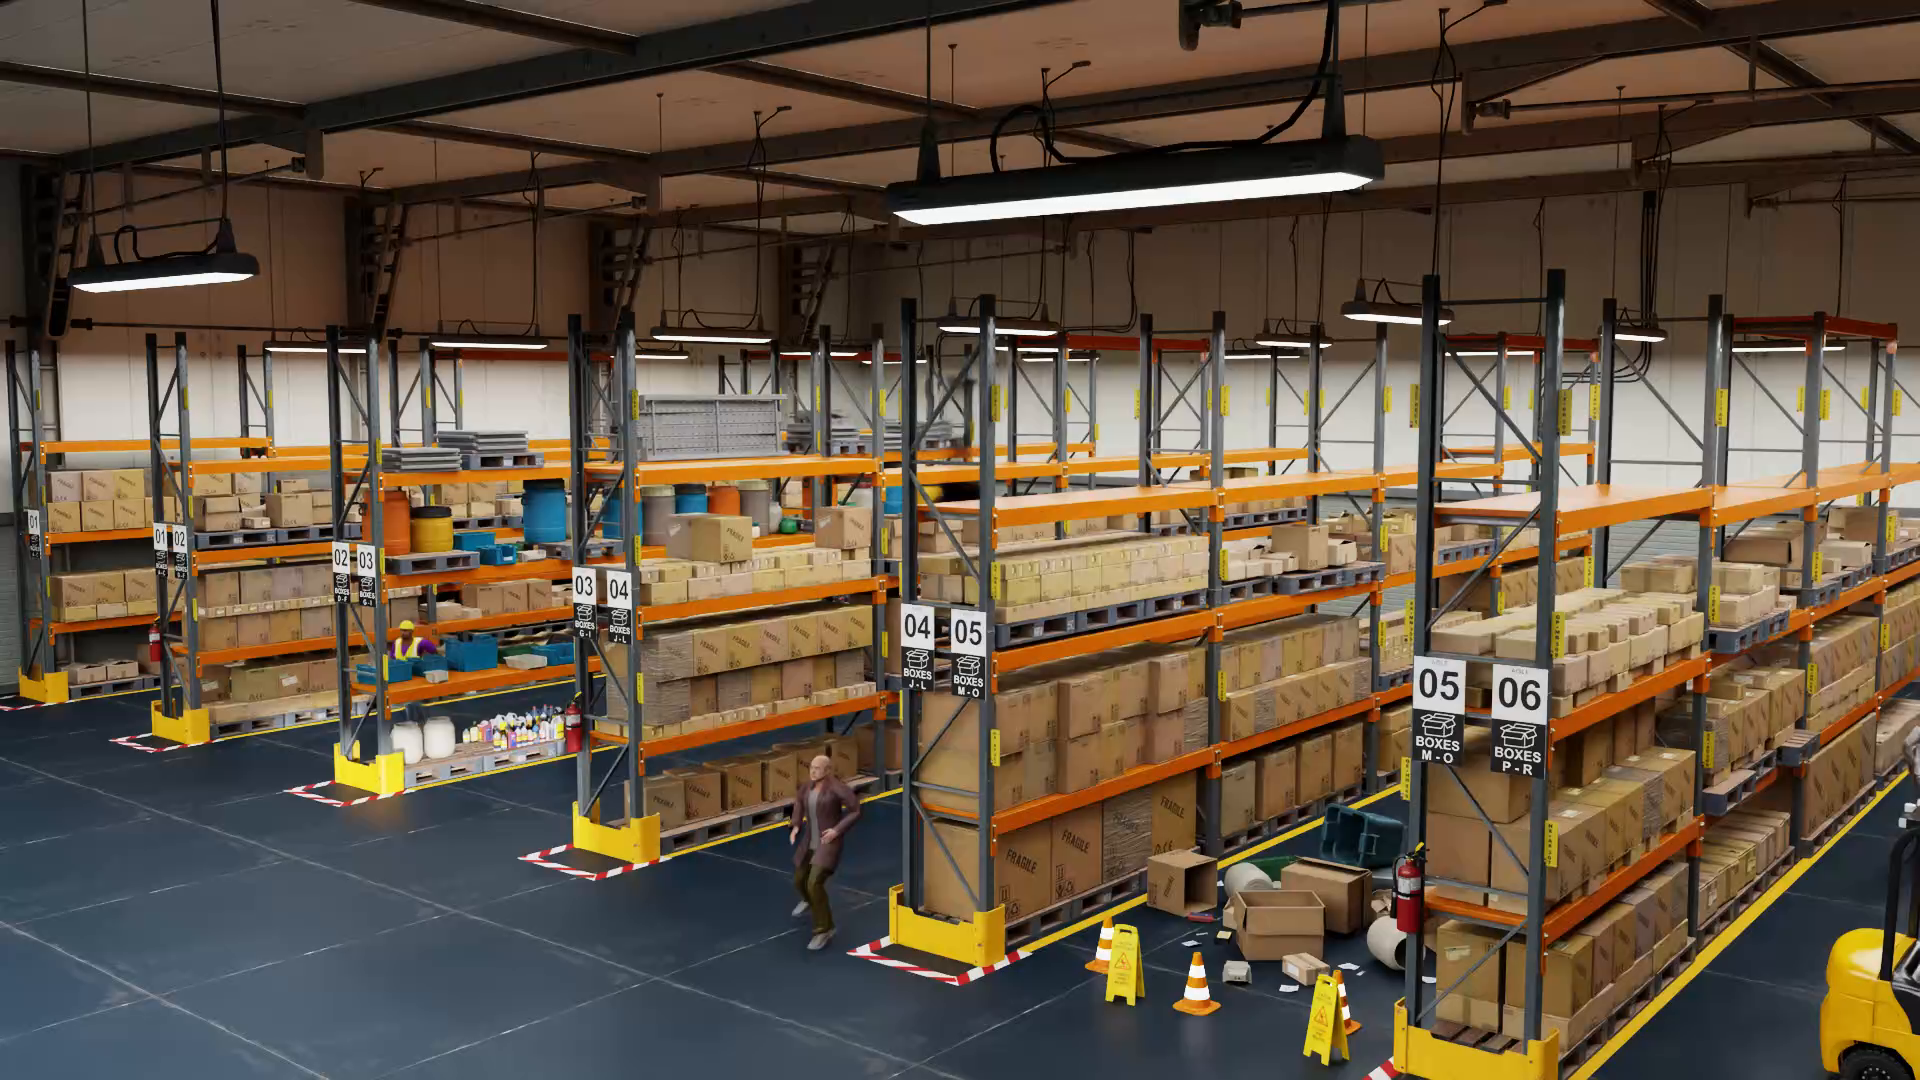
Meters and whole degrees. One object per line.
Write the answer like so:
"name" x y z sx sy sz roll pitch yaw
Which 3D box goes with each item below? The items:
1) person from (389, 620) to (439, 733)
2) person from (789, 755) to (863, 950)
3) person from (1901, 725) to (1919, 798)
"person" -8.128 2.080 24.594 0.628 1.812 0.827 2 5 20
"person" -1.331 2.895 15.756 0.933 1.775 0.822 4 6 35
"person" 10.773 2.650 18.342 0.638 1.831 0.766 4 7 40
